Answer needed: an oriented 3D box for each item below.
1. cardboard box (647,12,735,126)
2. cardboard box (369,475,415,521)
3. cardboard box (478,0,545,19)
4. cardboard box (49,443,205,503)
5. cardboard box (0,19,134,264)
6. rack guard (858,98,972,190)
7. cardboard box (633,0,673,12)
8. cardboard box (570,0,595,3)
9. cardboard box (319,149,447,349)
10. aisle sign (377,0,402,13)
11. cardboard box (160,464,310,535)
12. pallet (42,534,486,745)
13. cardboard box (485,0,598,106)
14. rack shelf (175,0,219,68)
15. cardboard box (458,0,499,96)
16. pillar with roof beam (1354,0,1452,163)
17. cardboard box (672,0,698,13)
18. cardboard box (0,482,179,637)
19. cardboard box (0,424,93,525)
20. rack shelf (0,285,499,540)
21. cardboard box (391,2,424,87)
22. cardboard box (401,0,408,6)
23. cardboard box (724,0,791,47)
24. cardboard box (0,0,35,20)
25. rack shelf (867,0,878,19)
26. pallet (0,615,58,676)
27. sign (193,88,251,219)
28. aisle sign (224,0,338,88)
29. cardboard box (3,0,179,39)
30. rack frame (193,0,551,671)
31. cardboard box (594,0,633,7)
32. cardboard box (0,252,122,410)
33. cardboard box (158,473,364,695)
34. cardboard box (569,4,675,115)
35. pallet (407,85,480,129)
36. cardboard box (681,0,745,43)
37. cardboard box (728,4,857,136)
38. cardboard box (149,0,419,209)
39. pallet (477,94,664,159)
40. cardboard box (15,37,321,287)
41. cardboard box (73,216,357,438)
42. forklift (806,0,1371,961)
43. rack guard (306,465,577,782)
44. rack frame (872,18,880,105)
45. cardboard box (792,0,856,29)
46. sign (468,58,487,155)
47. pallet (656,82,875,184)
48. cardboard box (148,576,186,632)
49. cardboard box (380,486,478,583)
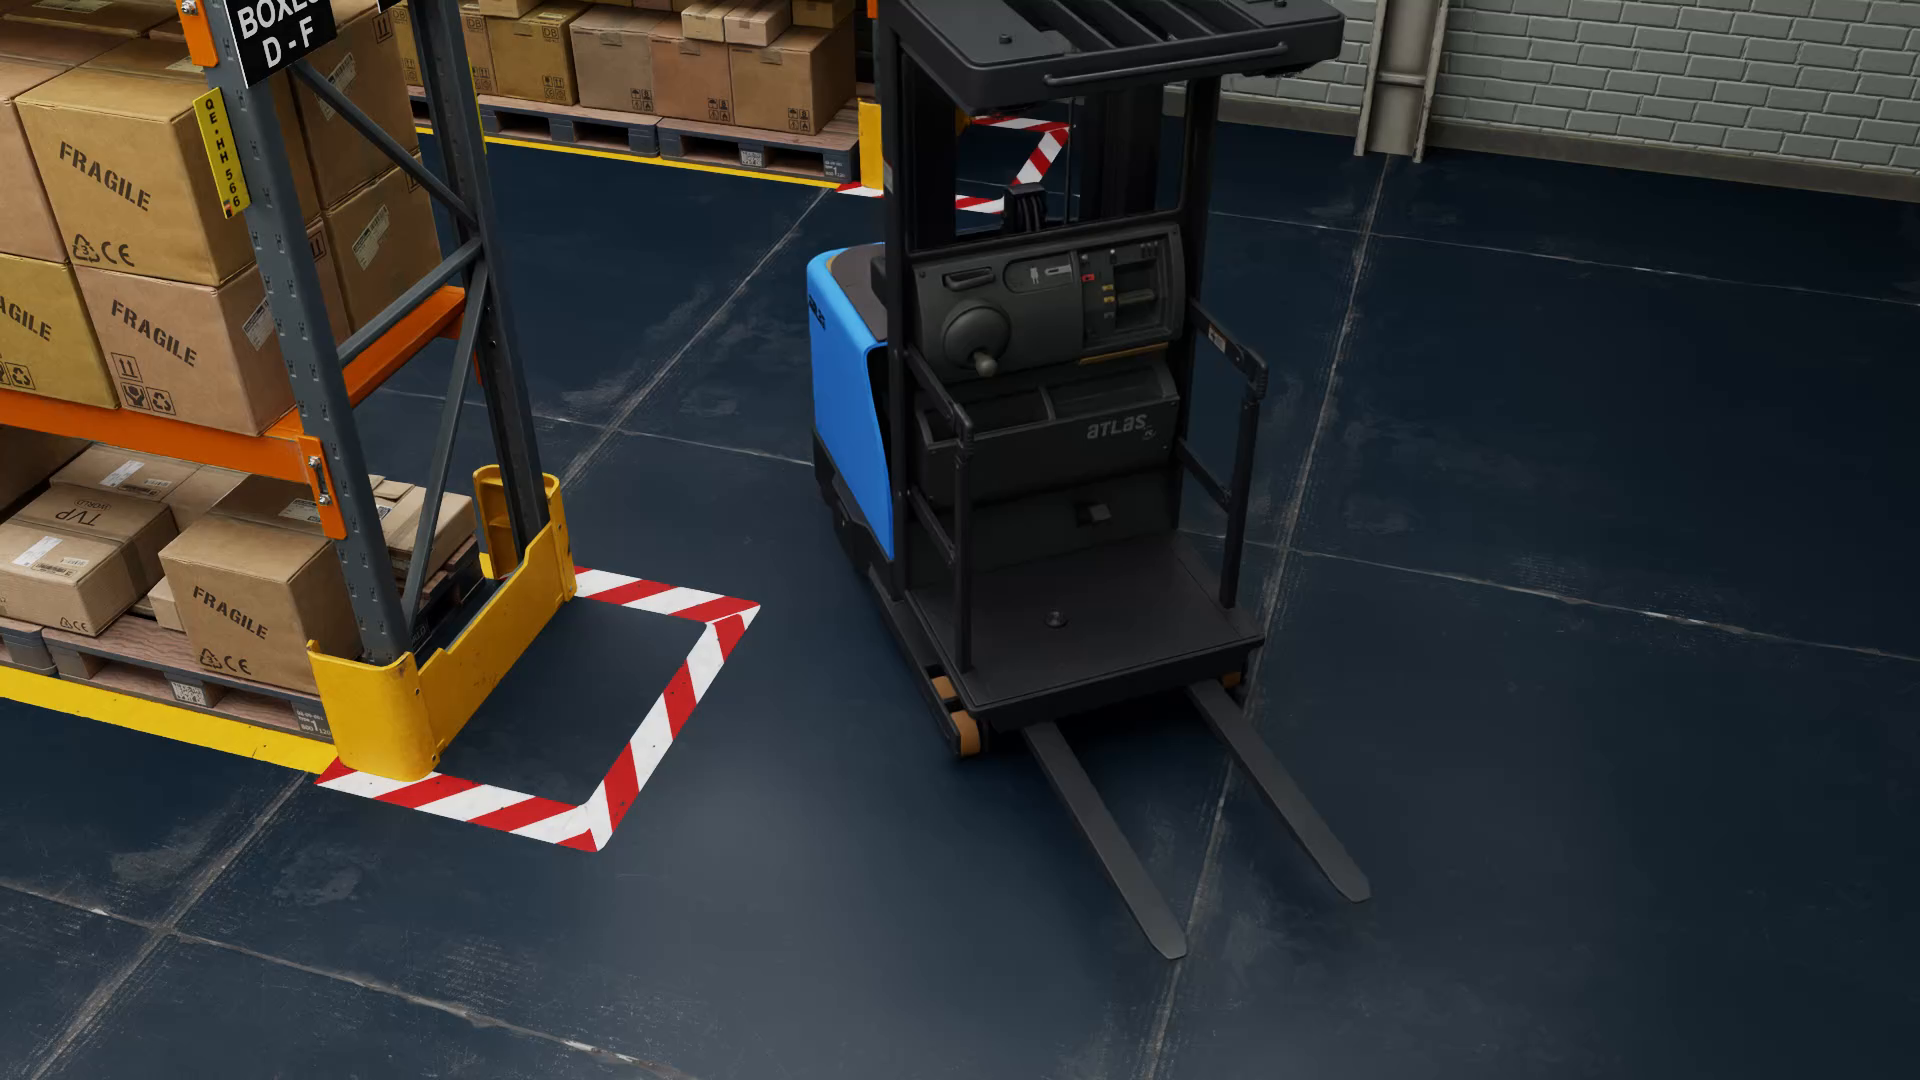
[{"bbox_3d":[-1.445,-2.847,9.842,0.500,0.500,0.700,10,38,14],"label":"cardboard box"},{"bbox_3d":[-2.278,-0.074,6.339,0.250,0.166,0.380,10,38,14],"label":"cardboard box"},{"bbox_3d":[-2.633,-3.214,9.793,0.250,0.149,0.380,9,37,13],"label":"cardboard box"},{"bbox_3d":[-3.132,-0.229,6.479,0.500,0.250,0.500,10,38,14],"label":"cardboard box"},{"bbox_3d":[-2.732,-1.180,4.895,0.500,0.500,0.500,12,38,15],"label":"cardboard box"},{"bbox_3d":[-0.246,-2.518,9.749,0.348,0.500,1.175,10,38,14],"label":"rack guard"},{"bbox_3d":[-1.754,-3.289,9.895,0.250,0.149,0.380,11,38,15],"label":"cardboard box"},{"bbox_3d":[-2.240,-3.379,10.018,0.250,0.149,0.380,10,37,13],"label":"cardboard box"},{"bbox_3d":[-2.088,-0.993,5.485,0.500,0.500,0.500,11,38,15],"label":"cardboard box"},{"bbox_3d":[-1.590,-1.927,4.644,0.004,0.787,0.394,10,38,14],"label":"aisle sign"},{"bbox_3d":[-2.654,-0.140,6.359,0.500,0.250,0.500,10,38,14],"label":"cardboard box"},{"bbox_3d":[-2.576,0.244,6.241,1.213,0.211,1.003,10,38,14],"label":"pallet"},{"bbox_3d":[-2.436,-3.026,10.085,0.500,0.500,0.700,11,38,15],"label":"cardboard box"},{"bbox_3d":[-3.652,-1.997,5.010,4.000,0.370,1.077,10,38,14],"label":"rack shelf"},{"bbox_3d":[-2.925,-3.118,10.210,0.500,0.500,0.700,10,38,13],"label":"cardboard box"},{"bbox_3d":[1.282,-3.521,3.943,0.400,9.000,9.100,10,38,14],"label":"pillar with roof beam"},{"bbox_3d":[-1.511,-3.244,9.835,0.250,0.149,0.380,11,38,14],"label":"cardboard box"},{"bbox_3d":[-3.233,0.063,6.082,0.500,0.250,0.500,10,38,14],"label":"cardboard box"},{"bbox_3d":[-3.766,-0.275,6.328,0.637,0.503,0.797,10,38,14],"label":"cardboard box"},{"bbox_3d":[-3.652,-0.789,5.899,4.000,0.370,1.077,10,38,14],"label":"rack shelf"},{"bbox_3d":[-3.404,-3.208,10.333,0.500,0.500,0.700,11,38,14],"label":"cardboard box"},{"bbox_3d":[-3.131,-3.306,9.918,0.250,0.149,0.380,12,38,15],"label":"cardboard box"},{"bbox_3d":[-1.144,-2.939,9.420,0.250,0.149,0.380,10,38,13],"label":"cardboard box"},{"bbox_3d":[-3.065,-1.575,5.432,0.500,0.500,0.500,11,38,15],"label":"cardboard box"},{"bbox_3d":[-2.178,-3.593,9.708,4.000,0.370,1.077,10,38,14],"label":"rack shelf"},{"bbox_3d":[-3.737,0.027,6.535,1.213,0.211,1.003,10,38,14],"label":"pallet"},{"bbox_3d":[-1.927,-1.009,4.346,0.005,0.325,0.100,10,38,14],"label":"sign"},{"bbox_3d":[-1.769,-1.587,4.183,0.004,0.787,0.394,10,38,14],"label":"aisle sign"},{"bbox_3d":[-2.589,-1.484,5.308,0.500,0.500,0.500,11,38,14],"label":"cardboard box"},{"bbox_3d":[-1.743,-0.726,5.205,0.127,3.000,1.000,10,38,14],"label":"rack frame"},{"bbox_3d":[-1.999,-3.334,9.956,0.250,0.149,0.380,11,38,14],"label":"cardboard box"},{"bbox_3d":[-2.748,-0.781,5.196,0.500,0.500,0.500,11,38,14],"label":"cardboard box"},{"bbox_3d":[-2.335,0.147,5.757,0.500,0.500,0.500,10,38,14],"label":"cardboard box"},{"bbox_3d":[-1.925,-2.935,9.962,0.500,0.500,0.700,9,37,12],"label":"cardboard box"},{"bbox_3d":[-3.385,-2.934,10.559,1.213,0.211,1.003,10,38,14],"label":"pallet"},{"bbox_3d":[-1.388,-2.984,9.481,0.250,0.149,0.380,11,38,15],"label":"cardboard box"},{"bbox_3d":[-0.967,-2.759,9.722,0.500,0.500,0.700,10,38,14],"label":"cardboard box"},{"bbox_3d":[-2.088,-1.396,5.188,0.500,0.500,0.500,12,38,15],"label":"cardboard box"},{"bbox_3d":[-2.216,-2.720,10.267,1.213,0.211,1.003,10,38,14],"label":"pallet"},{"bbox_3d":[-2.249,-1.092,4.775,0.500,0.500,0.500,10,38,13],"label":"cardboard box"},{"bbox_3d":[-2.251,-0.691,5.074,0.500,0.500,0.500,12,38,15],"label":"cardboard box"},{"bbox_3d":[0.379,-0.711,5.243,1.130,2.935,3.031,-13,38,-16],"label":"forklift"},{"bbox_3d":[-1.815,0.268,5.964,0.348,0.500,1.175,10,38,14],"label":"rack guard"},{"bbox_3d":[-0.269,-3.529,9.014,0.127,3.000,1.000,10,38,14],"label":"rack frame"},{"bbox_3d":[-0.788,-3.111,9.653,0.250,0.149,0.380,11,38,14],"label":"cardboard box"},{"bbox_3d":[-1.581,-1.381,5.366,0.005,0.325,0.100,10,38,14],"label":"sign"},{"bbox_3d":[-1.056,-2.503,9.973,1.213,0.211,1.003,10,38,14],"label":"pallet"},{"bbox_3d":[-2.695,0.159,6.022,0.250,0.166,0.380,10,38,14],"label":"cardboard box"},{"bbox_3d":[-2.040,-0.023,6.285,0.250,0.149,0.380,10,38,14],"label":"cardboard box"}]
